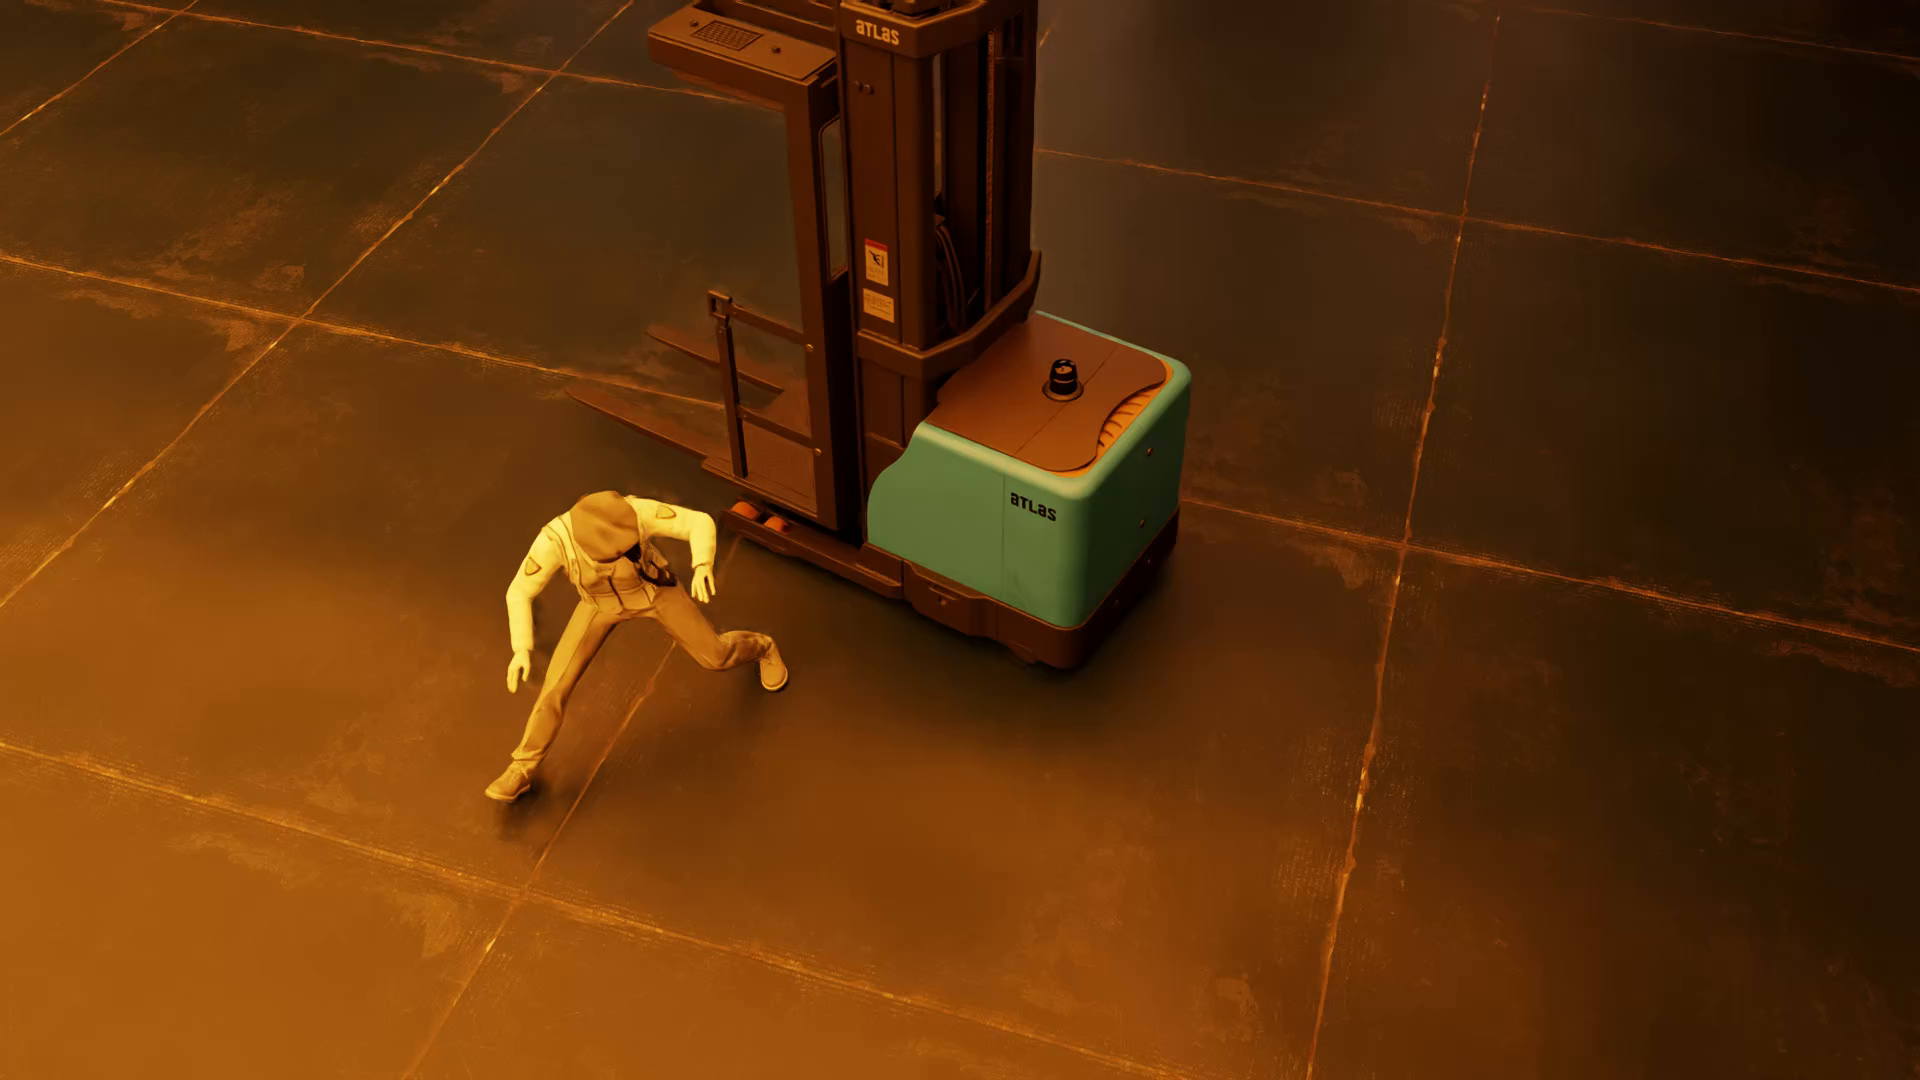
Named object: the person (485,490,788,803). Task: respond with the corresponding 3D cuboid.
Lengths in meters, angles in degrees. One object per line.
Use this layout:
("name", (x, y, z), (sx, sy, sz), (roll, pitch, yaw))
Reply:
("person", (-1.314, 0.313, 6.518), (1.187, 1.358, 0.922), (-3, 43, -3))

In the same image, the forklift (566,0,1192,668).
("forklift", (-0.517, -1.295, 7.080), (3.031, 2.935, 1.130), (23, 48, 23))
